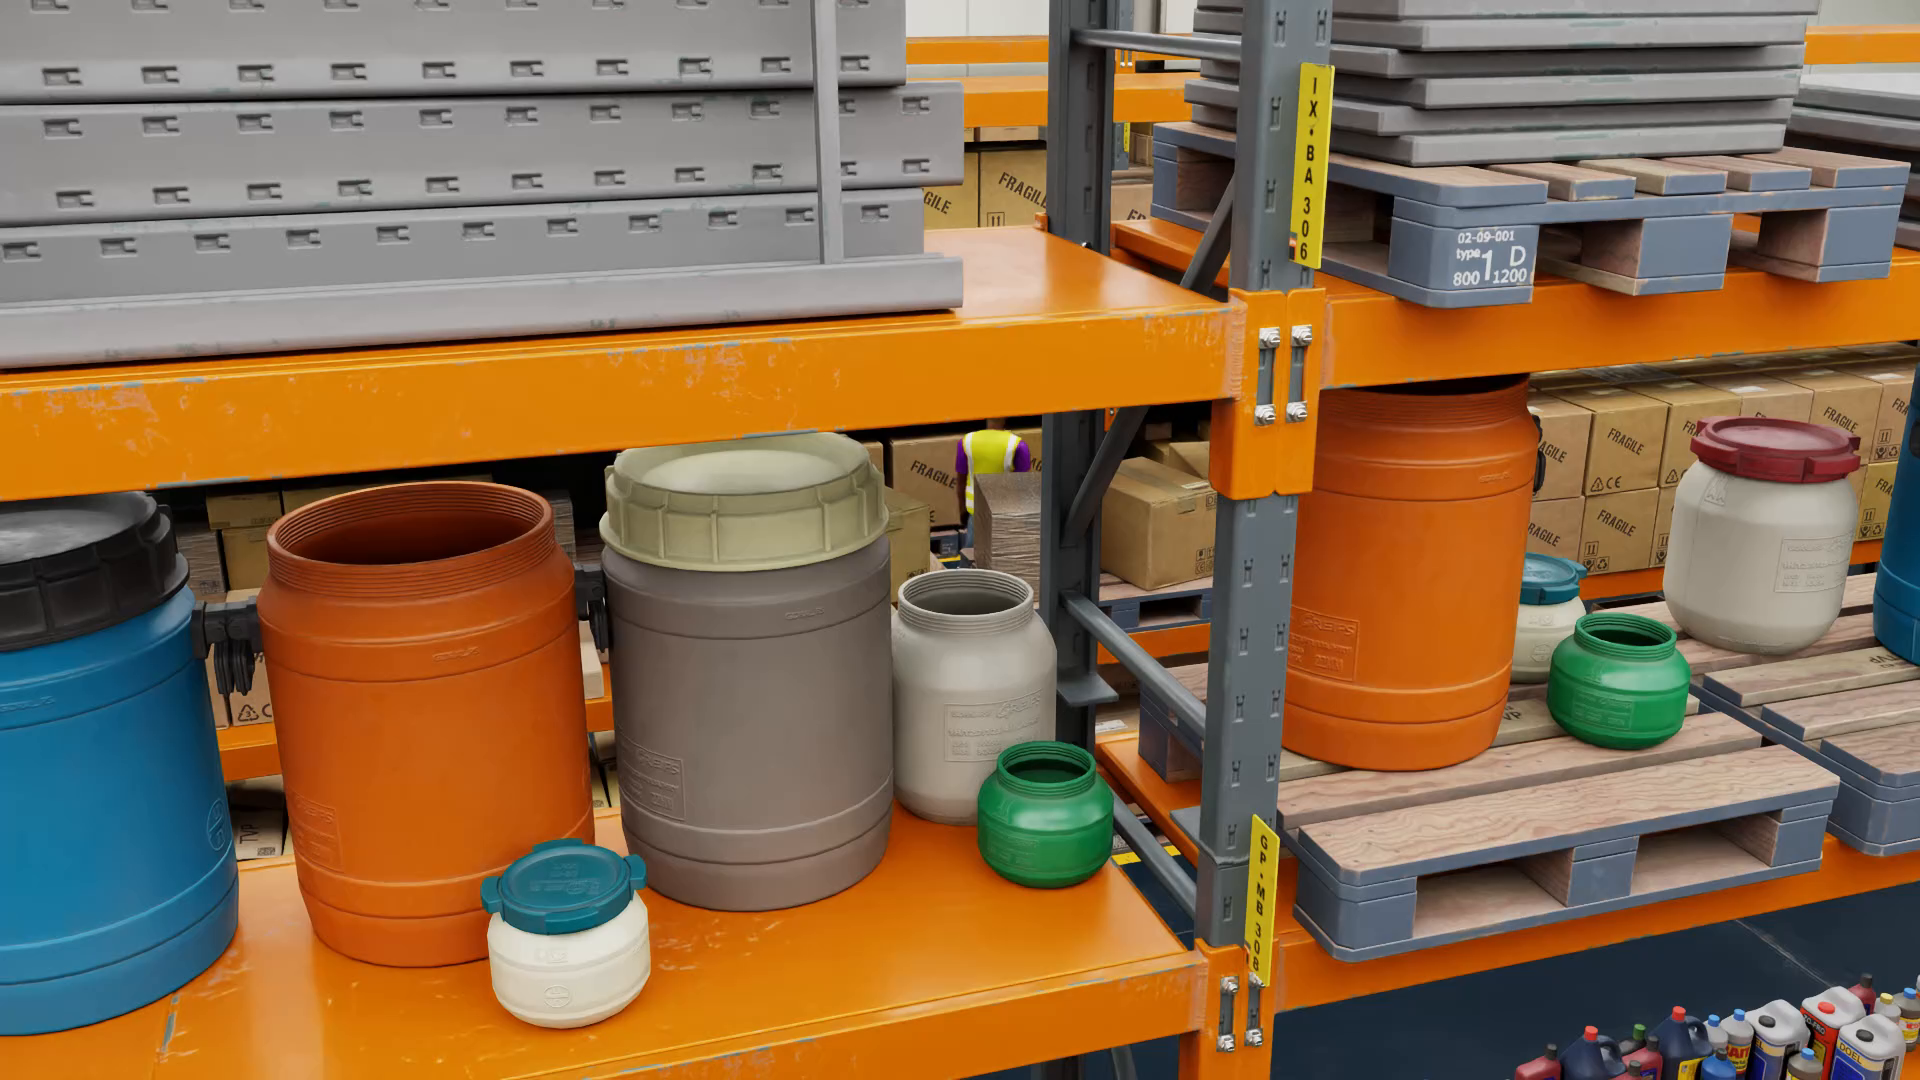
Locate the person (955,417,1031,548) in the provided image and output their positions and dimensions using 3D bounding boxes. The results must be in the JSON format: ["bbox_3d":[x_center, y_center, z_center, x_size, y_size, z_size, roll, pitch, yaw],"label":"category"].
[{"bbox_3d":[0.256,-0.215,12.123,0.579,1.771,0.603,5,20,15],"label":"person"}]
